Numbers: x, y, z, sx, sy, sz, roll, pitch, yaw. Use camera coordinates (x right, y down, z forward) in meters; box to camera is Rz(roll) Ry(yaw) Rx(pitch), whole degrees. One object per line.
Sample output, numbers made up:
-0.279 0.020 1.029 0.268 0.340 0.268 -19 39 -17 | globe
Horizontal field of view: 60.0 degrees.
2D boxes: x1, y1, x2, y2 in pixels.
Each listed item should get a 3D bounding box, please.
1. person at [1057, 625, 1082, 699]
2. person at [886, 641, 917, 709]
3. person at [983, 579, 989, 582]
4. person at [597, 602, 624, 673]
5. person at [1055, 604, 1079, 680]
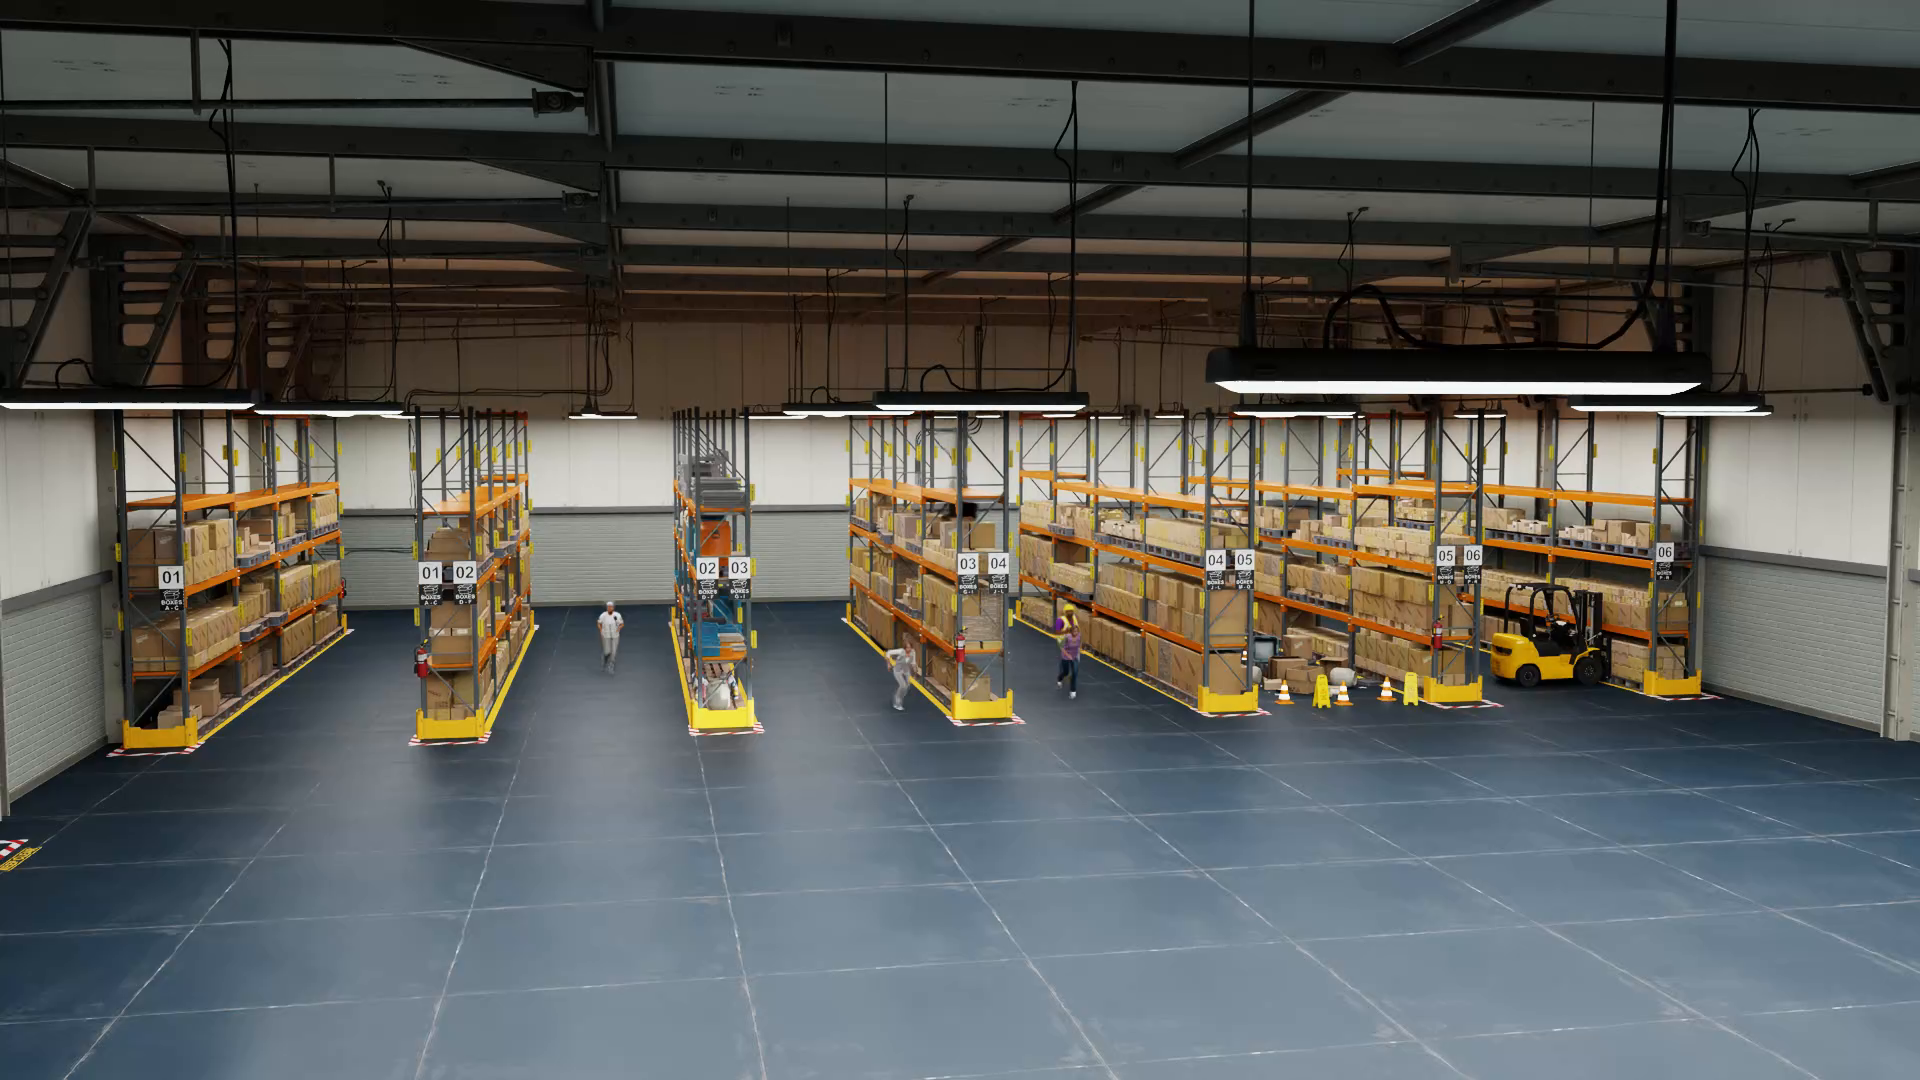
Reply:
2.258 2.509 34.774 0.571 1.547 0.916 -2 4 -24 | person
-1.159 2.671 32.819 0.565 1.432 0.829 -2 5 -26 | person
0.624 1.491 47.758 0.651 1.693 0.607 1 4 9 | person
-7.918 2.220 37.753 0.587 1.631 0.583 -1 4 -15 | person
2.325 2.288 36.183 0.663 1.818 0.831 -2 4 -21 | person
